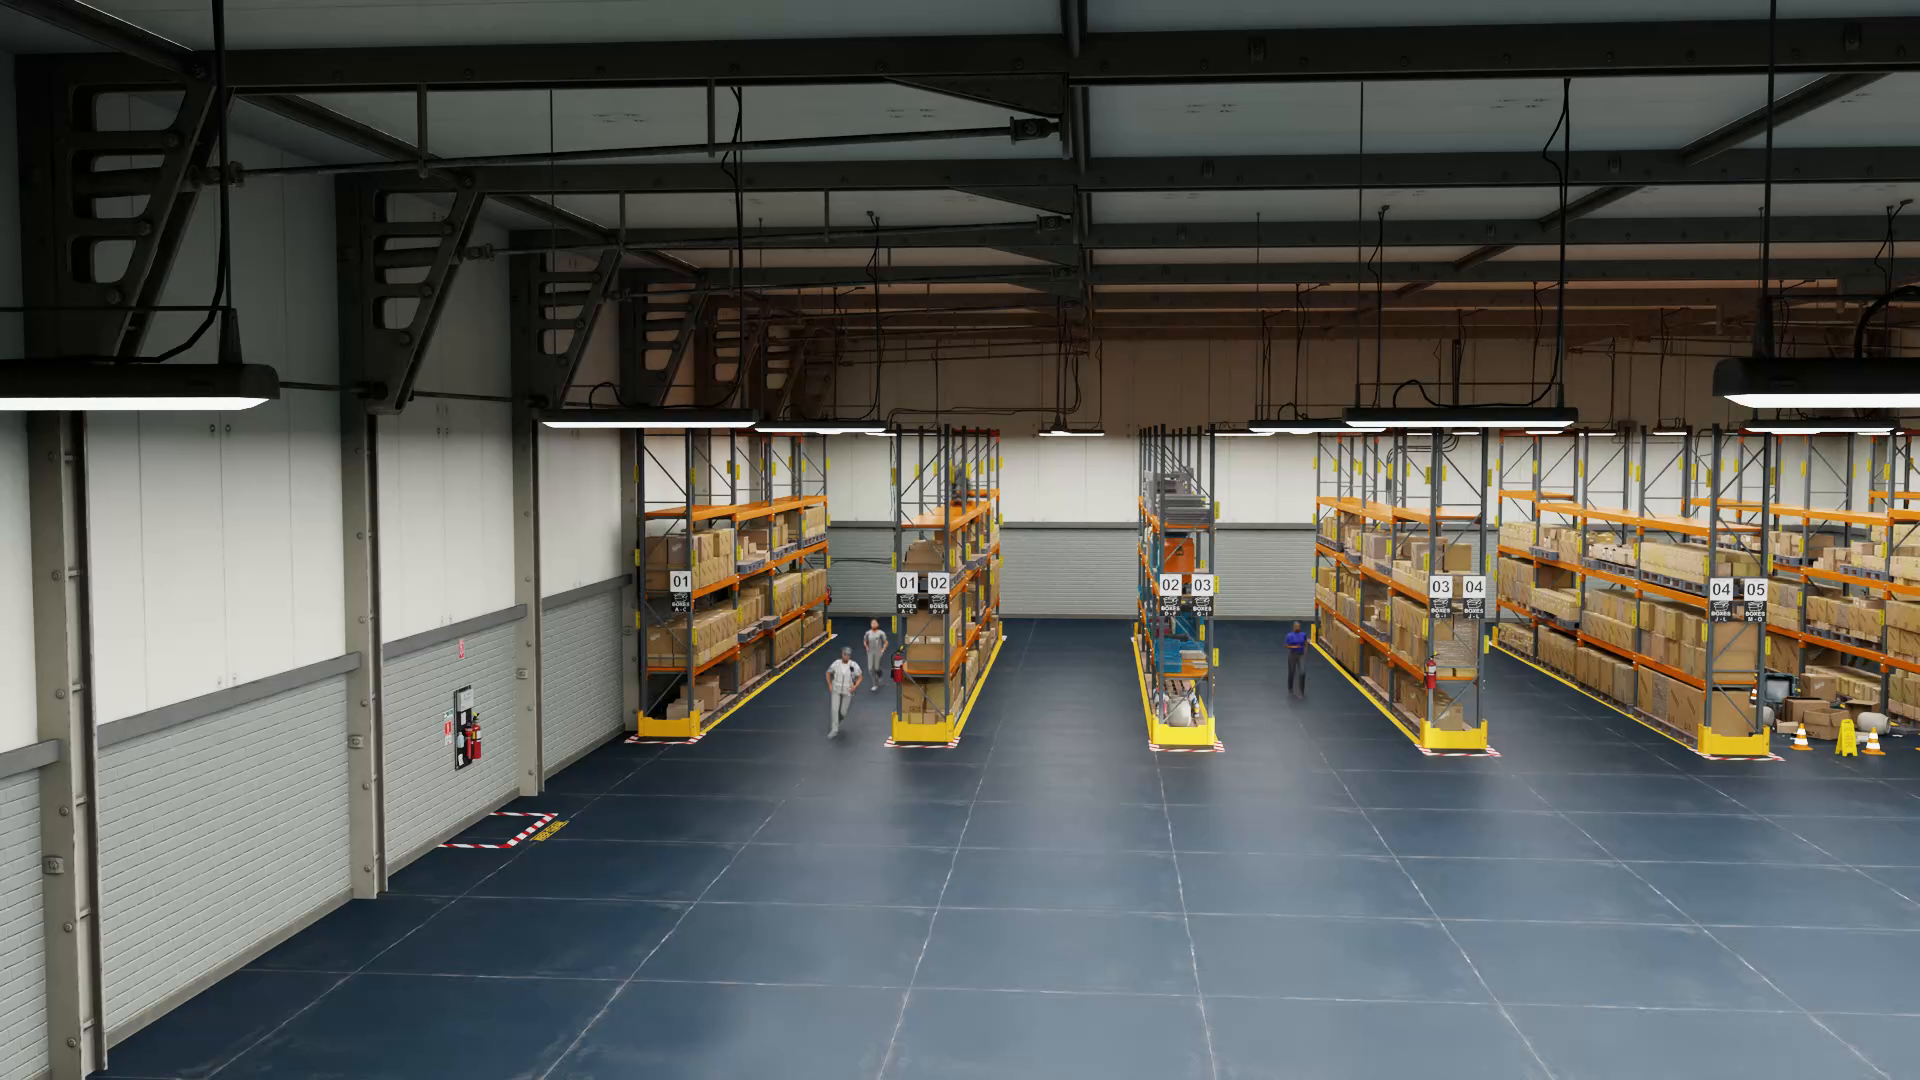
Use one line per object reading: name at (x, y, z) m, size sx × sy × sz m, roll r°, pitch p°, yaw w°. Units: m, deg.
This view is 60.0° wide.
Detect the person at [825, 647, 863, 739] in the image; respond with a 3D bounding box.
person at (-2.239, 2.913, 32.120) m, size 0.720 × 1.732 × 0.780 m, roll 0°, pitch 3°, yaw -2°

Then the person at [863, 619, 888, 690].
person at (-1.939, 2.606, 37.993) m, size 0.565 × 1.630 × 0.573 m, roll 1°, pitch 4°, yaw 10°

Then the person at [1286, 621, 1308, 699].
person at (7.476, 2.667, 36.875) m, size 0.540 × 1.747 × 0.786 m, roll 0°, pitch 3°, yaw 0°

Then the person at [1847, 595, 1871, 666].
person at (22.494, 2.291, 41.542) m, size 0.657 × 1.807 × 0.882 m, roll -1°, pitch 4°, yaw -12°
